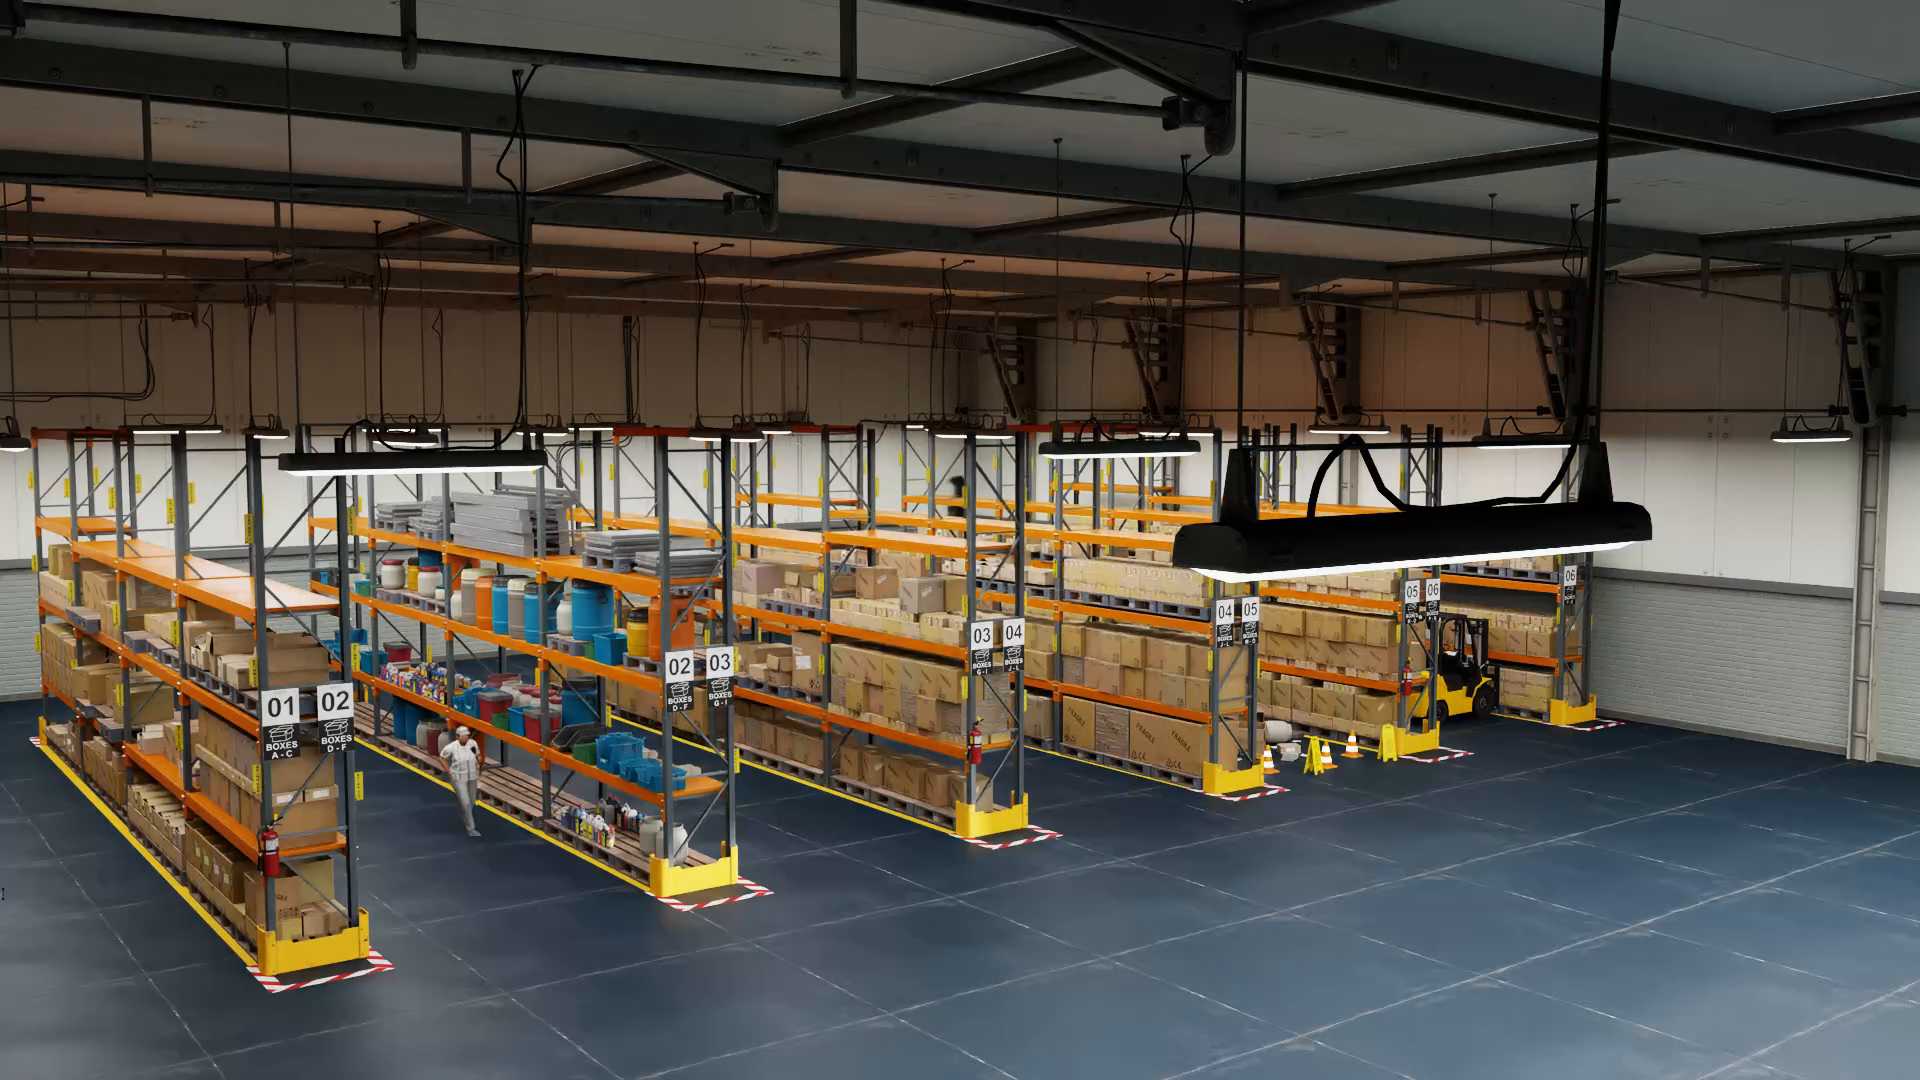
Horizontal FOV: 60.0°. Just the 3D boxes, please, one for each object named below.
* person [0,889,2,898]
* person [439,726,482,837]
[{"bbox_3d":[-11.736,3.923,19.702,0.883,1.734,0.637,1,5,8],"label":"person"},{"bbox_3d":[-7.442,3.558,24.797,0.627,1.639,0.845,-3,5,-32],"label":"person"}]
